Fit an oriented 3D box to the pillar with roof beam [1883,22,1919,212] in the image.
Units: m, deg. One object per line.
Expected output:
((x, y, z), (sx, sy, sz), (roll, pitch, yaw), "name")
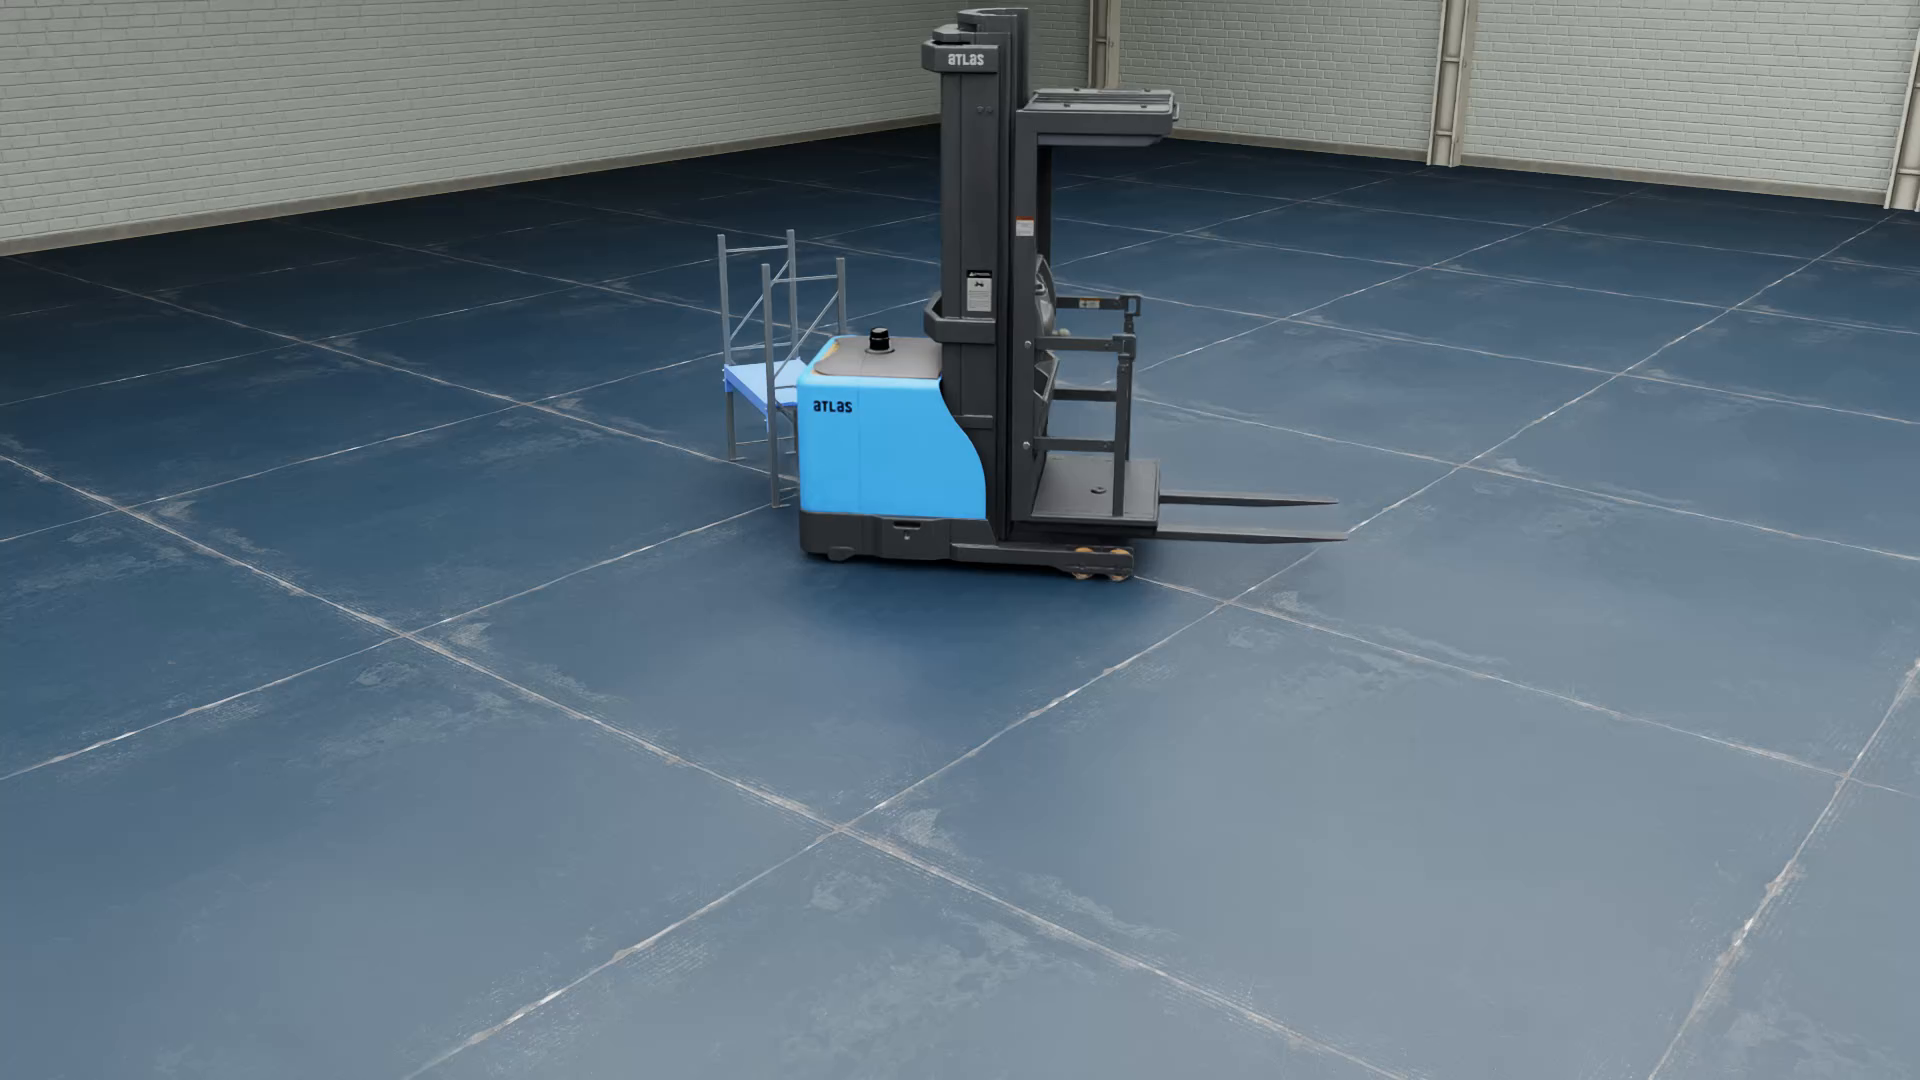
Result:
((8.927, -7.126, 15.812), (0.400, 9.000, 9.100), (16, 26, 36), "pillar with roof beam")

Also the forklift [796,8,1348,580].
((0.653, -1.352, 9.099), (3.031, 2.935, 1.130), (3, 21, 7), "forklift")

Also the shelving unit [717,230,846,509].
((-1.111, -1.098, 10.453), (0.538, 1.500, 1.048), (-8, 22, -21), "shelving unit")

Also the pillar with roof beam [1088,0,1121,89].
((-0.370, -9.804, 22.912), (0.400, 9.000, 9.100), (16, 26, 36), "pillar with roof beam")

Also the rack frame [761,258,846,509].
((-0.919, -0.932, 10.013), (0.500, 1.500, 0.032), (-8, 22, -21), "rack frame")

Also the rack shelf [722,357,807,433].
((-1.111, -0.929, 10.517), (0.538, 0.185, 1.000), (-8, 22, -21), "rack shelf")

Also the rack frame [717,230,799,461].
((-1.304, -1.264, 10.893), (0.500, 1.500, 0.032), (-8, 22, -21), "rack frame")

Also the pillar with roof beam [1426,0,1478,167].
((4.278, -8.465, 19.362), (0.400, 9.000, 9.100), (16, 26, 36), "pillar with roof beam")
